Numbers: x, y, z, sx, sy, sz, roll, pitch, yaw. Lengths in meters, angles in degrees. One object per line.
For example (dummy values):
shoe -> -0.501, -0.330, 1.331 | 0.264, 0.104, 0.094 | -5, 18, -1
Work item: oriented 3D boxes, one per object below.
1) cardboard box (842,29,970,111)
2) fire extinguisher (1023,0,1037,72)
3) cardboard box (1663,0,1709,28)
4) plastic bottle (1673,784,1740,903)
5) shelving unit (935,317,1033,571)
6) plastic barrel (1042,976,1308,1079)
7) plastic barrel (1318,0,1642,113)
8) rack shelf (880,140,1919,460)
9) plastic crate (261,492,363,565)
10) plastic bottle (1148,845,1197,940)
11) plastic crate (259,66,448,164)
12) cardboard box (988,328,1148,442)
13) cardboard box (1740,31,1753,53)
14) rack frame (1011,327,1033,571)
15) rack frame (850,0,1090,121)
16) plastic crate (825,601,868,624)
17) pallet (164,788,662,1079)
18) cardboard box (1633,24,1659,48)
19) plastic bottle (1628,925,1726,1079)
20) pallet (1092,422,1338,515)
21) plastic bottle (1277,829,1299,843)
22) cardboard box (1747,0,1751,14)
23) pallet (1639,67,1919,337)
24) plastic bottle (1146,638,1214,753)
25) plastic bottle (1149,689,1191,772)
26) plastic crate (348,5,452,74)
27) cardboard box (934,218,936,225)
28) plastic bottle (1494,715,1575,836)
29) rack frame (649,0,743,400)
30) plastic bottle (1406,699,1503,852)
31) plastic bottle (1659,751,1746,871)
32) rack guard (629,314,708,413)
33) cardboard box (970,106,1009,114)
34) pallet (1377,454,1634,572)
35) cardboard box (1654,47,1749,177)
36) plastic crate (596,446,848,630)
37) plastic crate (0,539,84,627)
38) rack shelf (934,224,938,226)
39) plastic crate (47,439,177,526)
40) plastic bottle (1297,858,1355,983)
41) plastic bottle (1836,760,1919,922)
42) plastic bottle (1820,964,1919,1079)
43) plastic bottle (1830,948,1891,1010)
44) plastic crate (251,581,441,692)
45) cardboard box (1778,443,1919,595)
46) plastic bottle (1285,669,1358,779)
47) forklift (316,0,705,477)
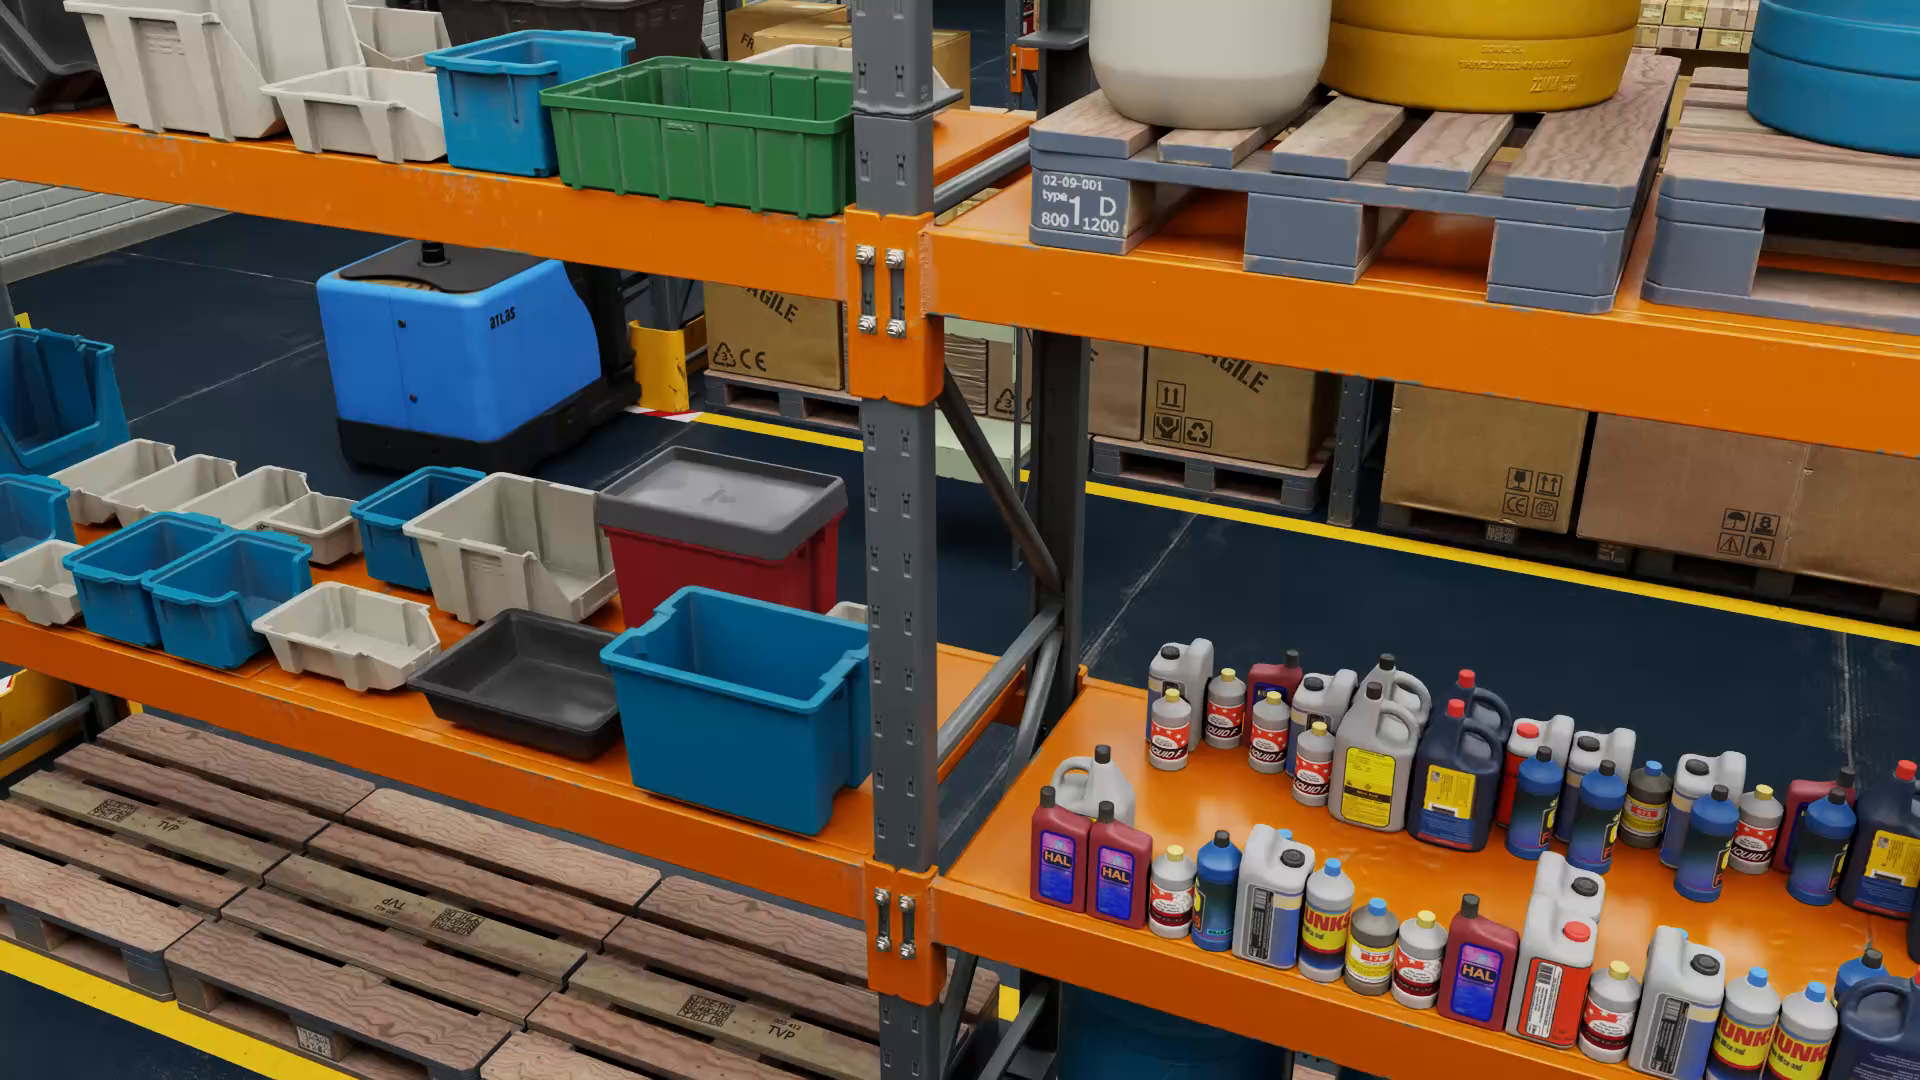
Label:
cardboard box -> -0.272, -2.365, 8.643 | 0.500, 0.500, 0.500 | 11, 28, 20
fire extinguisher -> 0.581, -4.348, 14.196 | 0.183, 0.674, 0.296 | 11, 28, 22
cardboard box -> 4.917, -3.577, 11.254 | 0.250, 0.149, 0.380 | 12, 29, 22
plastic bottle -> 1.648, 0.659, 3.660 | 0.097, 0.271, 0.097 | 0, 26, 0
shelving unit -> 0.006, -0.672, 7.916 | 0.755, 1.500, 0.431 | 11, 28, 22
plastic barrel -> 0.553, 1.239, 4.237 | 0.708, 0.901, 0.600 | 11, 28, 22
plastic barrel -> 0.980, -1.153, 3.112 | 0.600, 0.588, 0.600 | 0, 26, 0
rack shelf -> 1.886, -0.277, 2.836 | 4.000, 0.370, 1.077 | 11, 28, 22
plastic crate -> -1.960, -0.037, 5.160 | 0.250, 0.136, 0.298 | 11, 28, 22
plastic bottle -> 0.456, 0.746, 3.564 | 0.097, 0.201, 0.097 | 0, 26, 0
plastic crate -> -1.250, -0.927, 3.639 | 0.466, 0.136, 0.293 | 11, 28, 22
cardboard box -> 0.728, -1.164, 9.148 | 0.875, 0.875, 0.875 | 11, 28, 22
cardboard box -> 5.384, -3.350, 11.131 | 0.250, 0.149, 0.380 | 13, 29, 24
rack frame -> 0.339, -0.605, 7.780 | 0.023, 1.500, 0.400 | 11, 28, 22
rack frame -> 0.065, -2.311, 2.757 | 0.127, 3.000, 1.000 | 11, 28, 22
plastic crate -> -0.300, 0.329, 4.417 | 0.243, 0.136, 0.396 | 11, 28, 22
pallet -> -1.735, 1.290, 5.391 | 1.213, 0.211, 1.003 | 11, 28, 22
cardboard box -> 4.665, -3.493, 11.421 | 0.250, 0.149, 0.380 | 11, 28, 21
plastic bottle -> 1.383, 0.885, 3.197 | 0.135, 0.276, 0.152 | 11, 28, 22
pallet -> 1.455, -0.531, 9.089 | 1.213, 0.211, 1.003 | 11, 28, 22
plastic bottle -> 0.696, 0.720, 3.616 | 0.097, 0.201, 0.097 | 0, 26, 0
cardboard box -> 5.425, -3.790, 11.688 | 0.250, 0.149, 0.380 | 11, 28, 22
pallet -> 1.853, -0.571, 2.831 | 1.213, 0.211, 1.003 | 11, 28, 22
plastic bottle -> 0.558, 0.378, 4.227 | 0.135, 0.276, 0.152 | 11, 28, 22
plastic bottle -> 0.523, 0.465, 4.135 | 0.097, 0.201, 0.097 | 0, 26, 0
plastic crate -> -1.593, -1.301, 4.399 | 0.530, 0.136, 0.437 | 11, 28, 22
cardboard box -> -0.168, -1.798, 8.791 | 0.250, 0.149, 0.380 | 11, 28, 21
plastic bottle -> 1.349, 0.537, 3.904 | 0.135, 0.276, 0.152 | 11, 28, 22
rack frame -> -1.526, -2.343, 9.613 | 0.127, 3.000, 1.000 | 11, 28, 22
plastic bottle -> 1.146, 0.530, 3.833 | 0.185, 0.351, 0.144 | 11, 28, 22
plastic bottle -> 1.683, 0.604, 3.768 | 0.135, 0.276, 0.152 | 11, 28, 22
rack guard -> -1.548, -1.226, 10.174 | 0.348, 0.500, 1.175 | 11, 28, 22
cardboard box -> -0.050, -2.241, 9.239 | 0.500, 0.250, 0.500 | 10, 28, 20
pallet -> 2.849, -0.250, 8.518 | 1.213, 0.211, 1.003 | 11, 28, 22
cardboard box -> 3.320, -1.863, 7.389 | 0.637, 0.503, 0.797 | 12, 29, 22
plastic crate -> -0.644, 0.060, 4.591 | 0.583, 0.464, 0.402 | 11, 28, 22
plastic crate -> -2.613, 0.134, 4.813 | 0.298, 0.136, 0.250 | 11, 28, 22
rack shelf -> 0.295, -1.654, 9.029 | 4.000, 0.370, 1.077 | 11, 28, 22
plastic crate -> -2.759, -0.184, 5.458 | 0.243, 0.136, 0.396 | 11, 28, 22
plastic bottle -> 0.756, 0.775, 3.426 | 0.097, 0.271, 0.097 | 0, 26, 0
plastic bottle -> 2.040, 0.640, 3.610 | 0.185, 0.351, 0.144 | 11, 28, 22
plastic bottle -> 1.704, 0.918, 3.045 | 0.185, 0.351, 0.144 | 11, 28, 22
plastic bottle -> 1.714, 0.897, 3.178 | 0.097, 0.271, 0.097 | 0, 26, 0
plastic crate -> -1.645, 0.274, 4.528 | 0.466, 0.136, 0.293 | 11, 28, 22
cardboard box -> 4.329, -0.416, 7.629 | 0.875, 0.875, 1.225 | 11, 28, 22
plastic bottle -> 0.890, 0.445, 4.092 | 0.135, 0.276, 0.152 | 11, 28, 22
forklift -> -2.348, -2.232, 9.466 | 1.130, 2.935, 3.031 | 10, 28, 19
